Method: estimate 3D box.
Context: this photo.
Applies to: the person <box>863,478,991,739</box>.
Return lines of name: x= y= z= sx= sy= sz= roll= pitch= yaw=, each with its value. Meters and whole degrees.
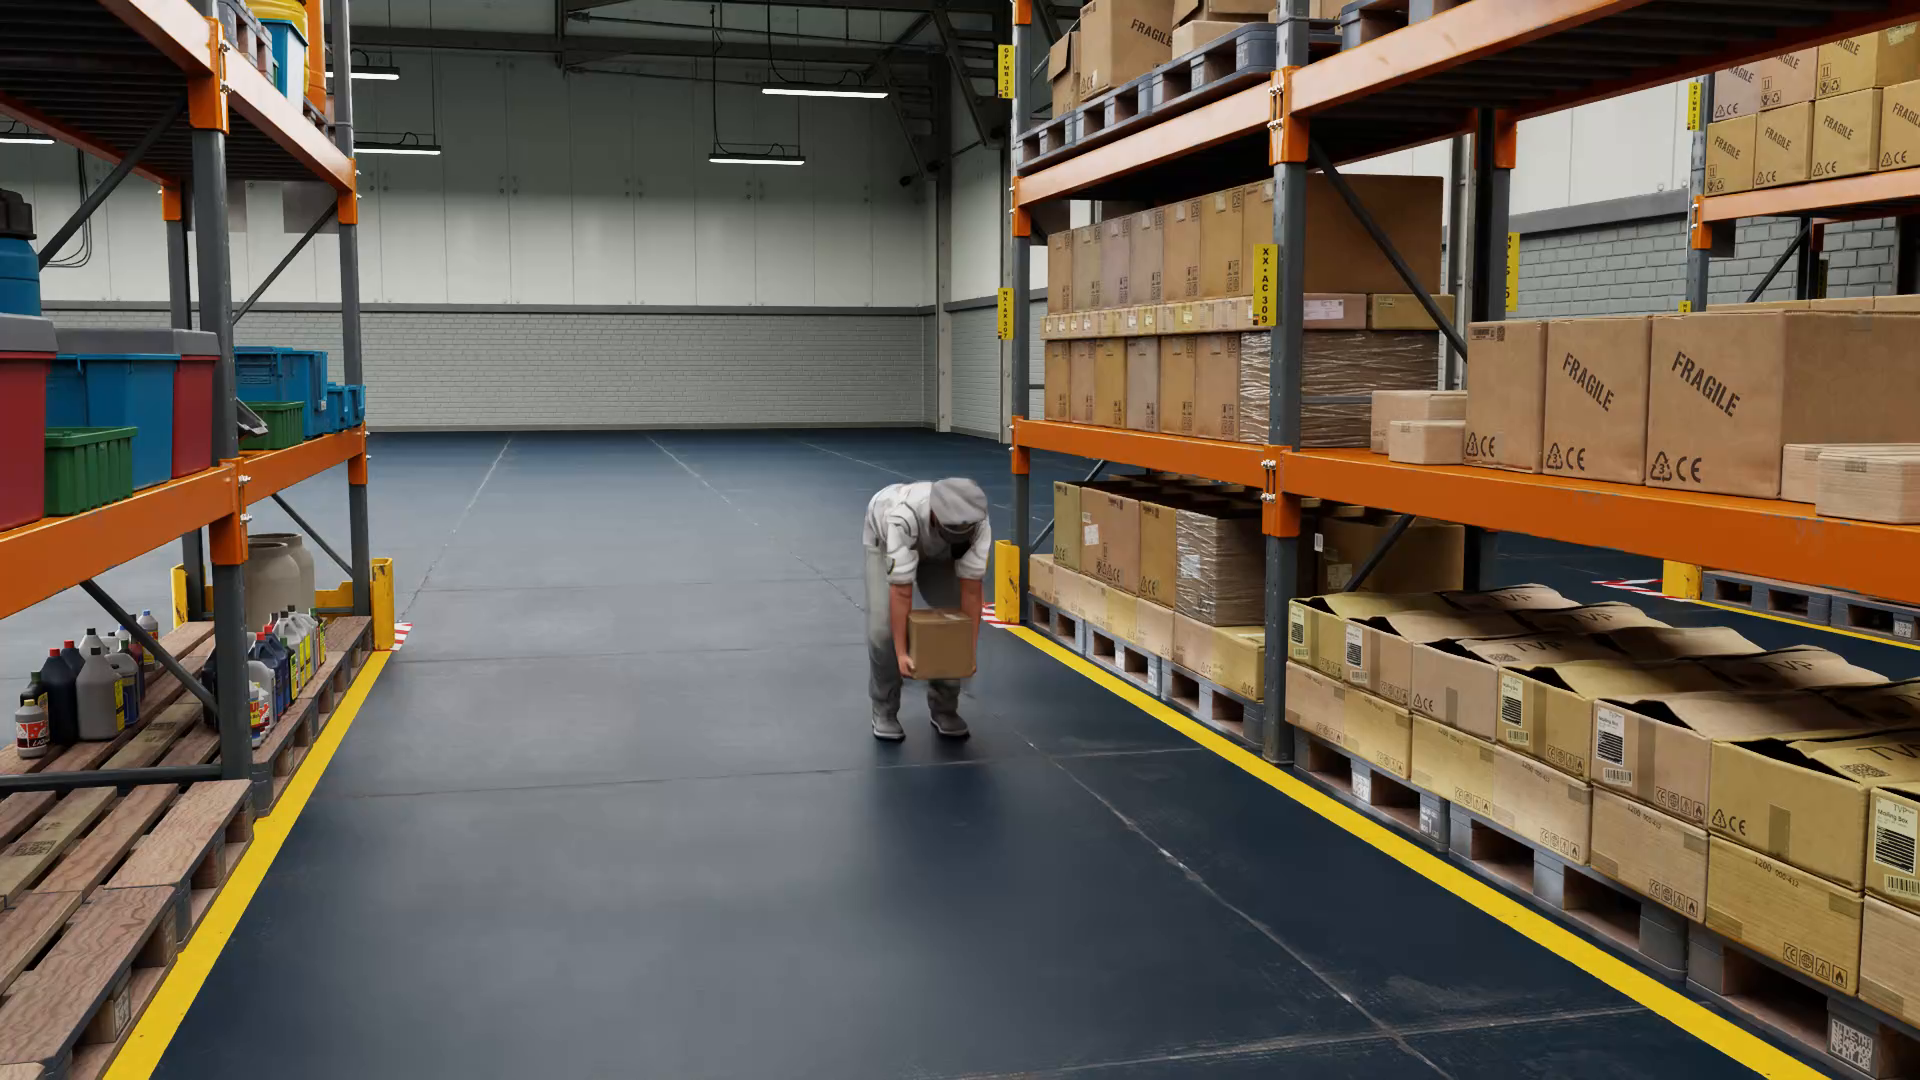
person: x=-0.128 y=0.302 z=7.229 sx=0.490 sy=1.195 sz=1.038 roll=-2 pitch=6 yaw=-16
